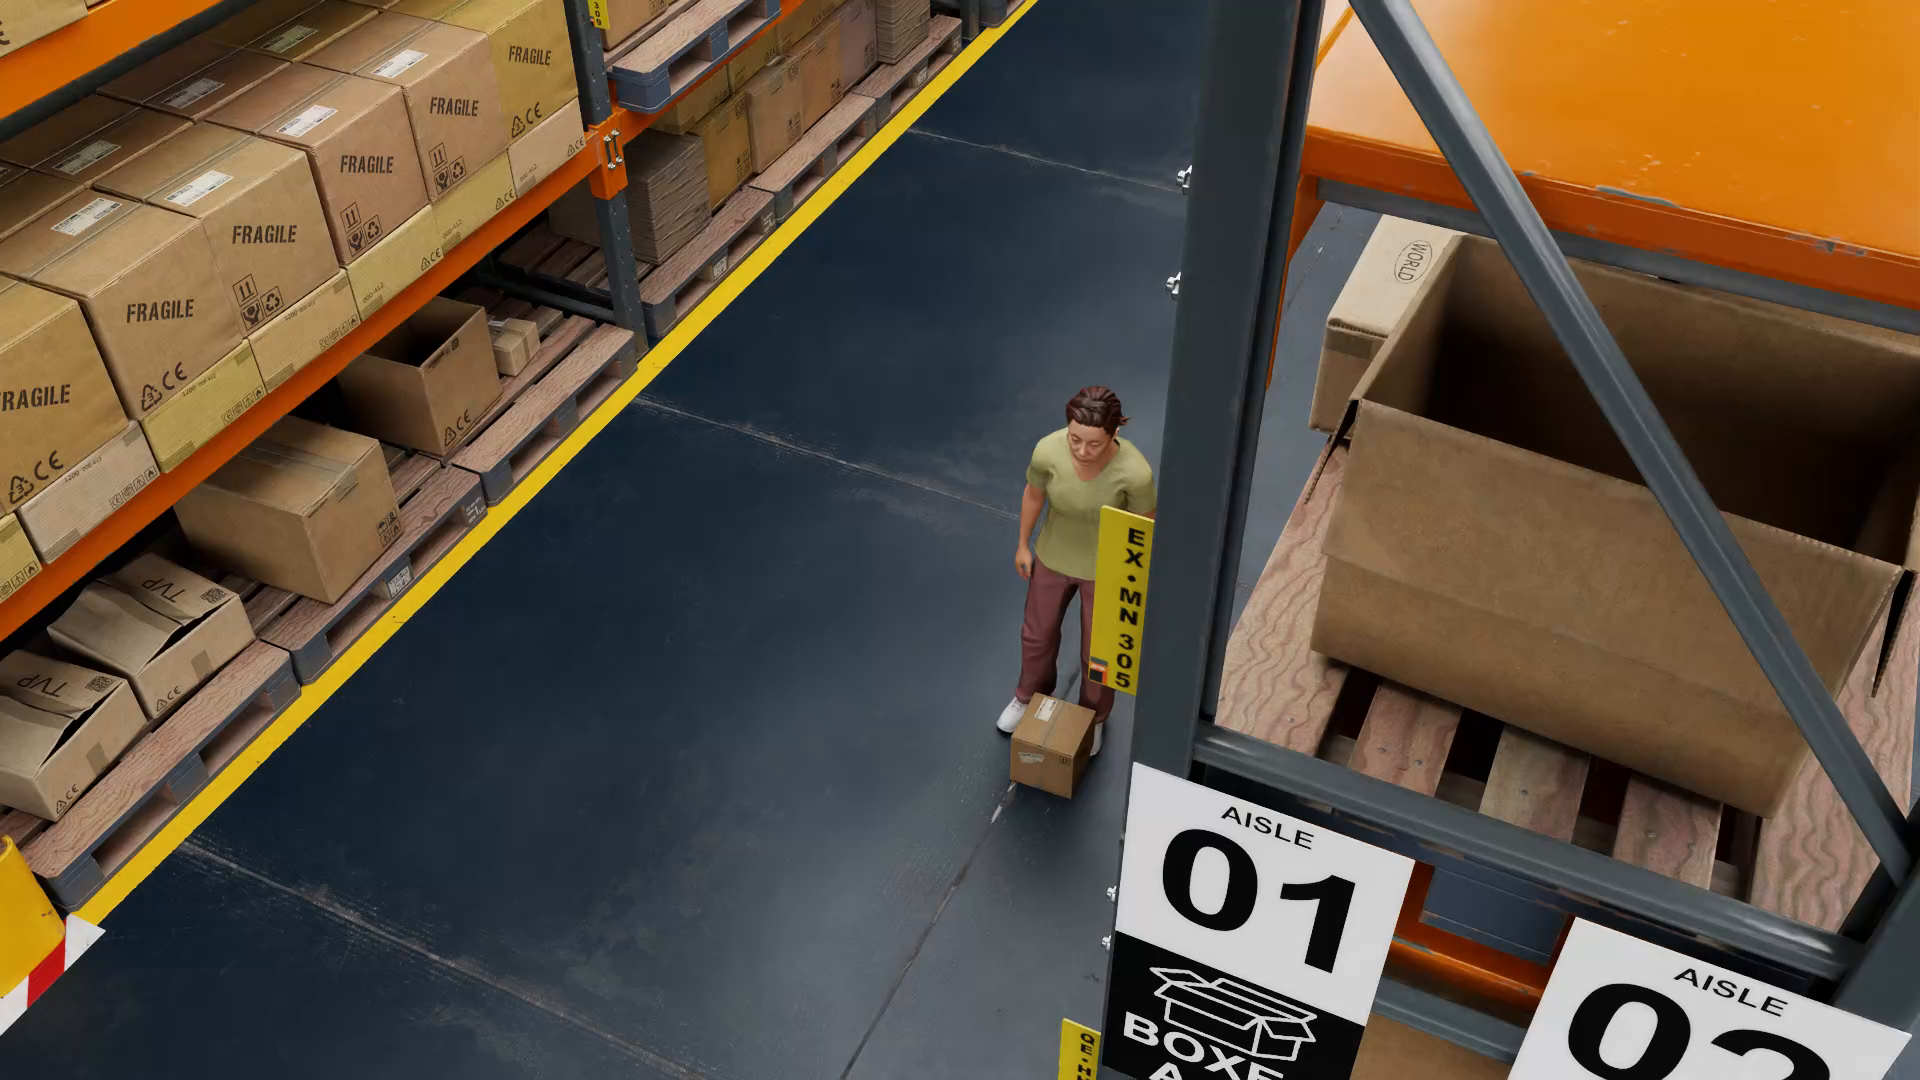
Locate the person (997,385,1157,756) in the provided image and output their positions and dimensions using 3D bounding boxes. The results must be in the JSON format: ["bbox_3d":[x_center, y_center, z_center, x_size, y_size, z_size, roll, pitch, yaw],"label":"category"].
[{"bbox_3d":[0.437,0.100,6.050,0.522,1.673,0.354,15,44,16],"label":"person"}]
